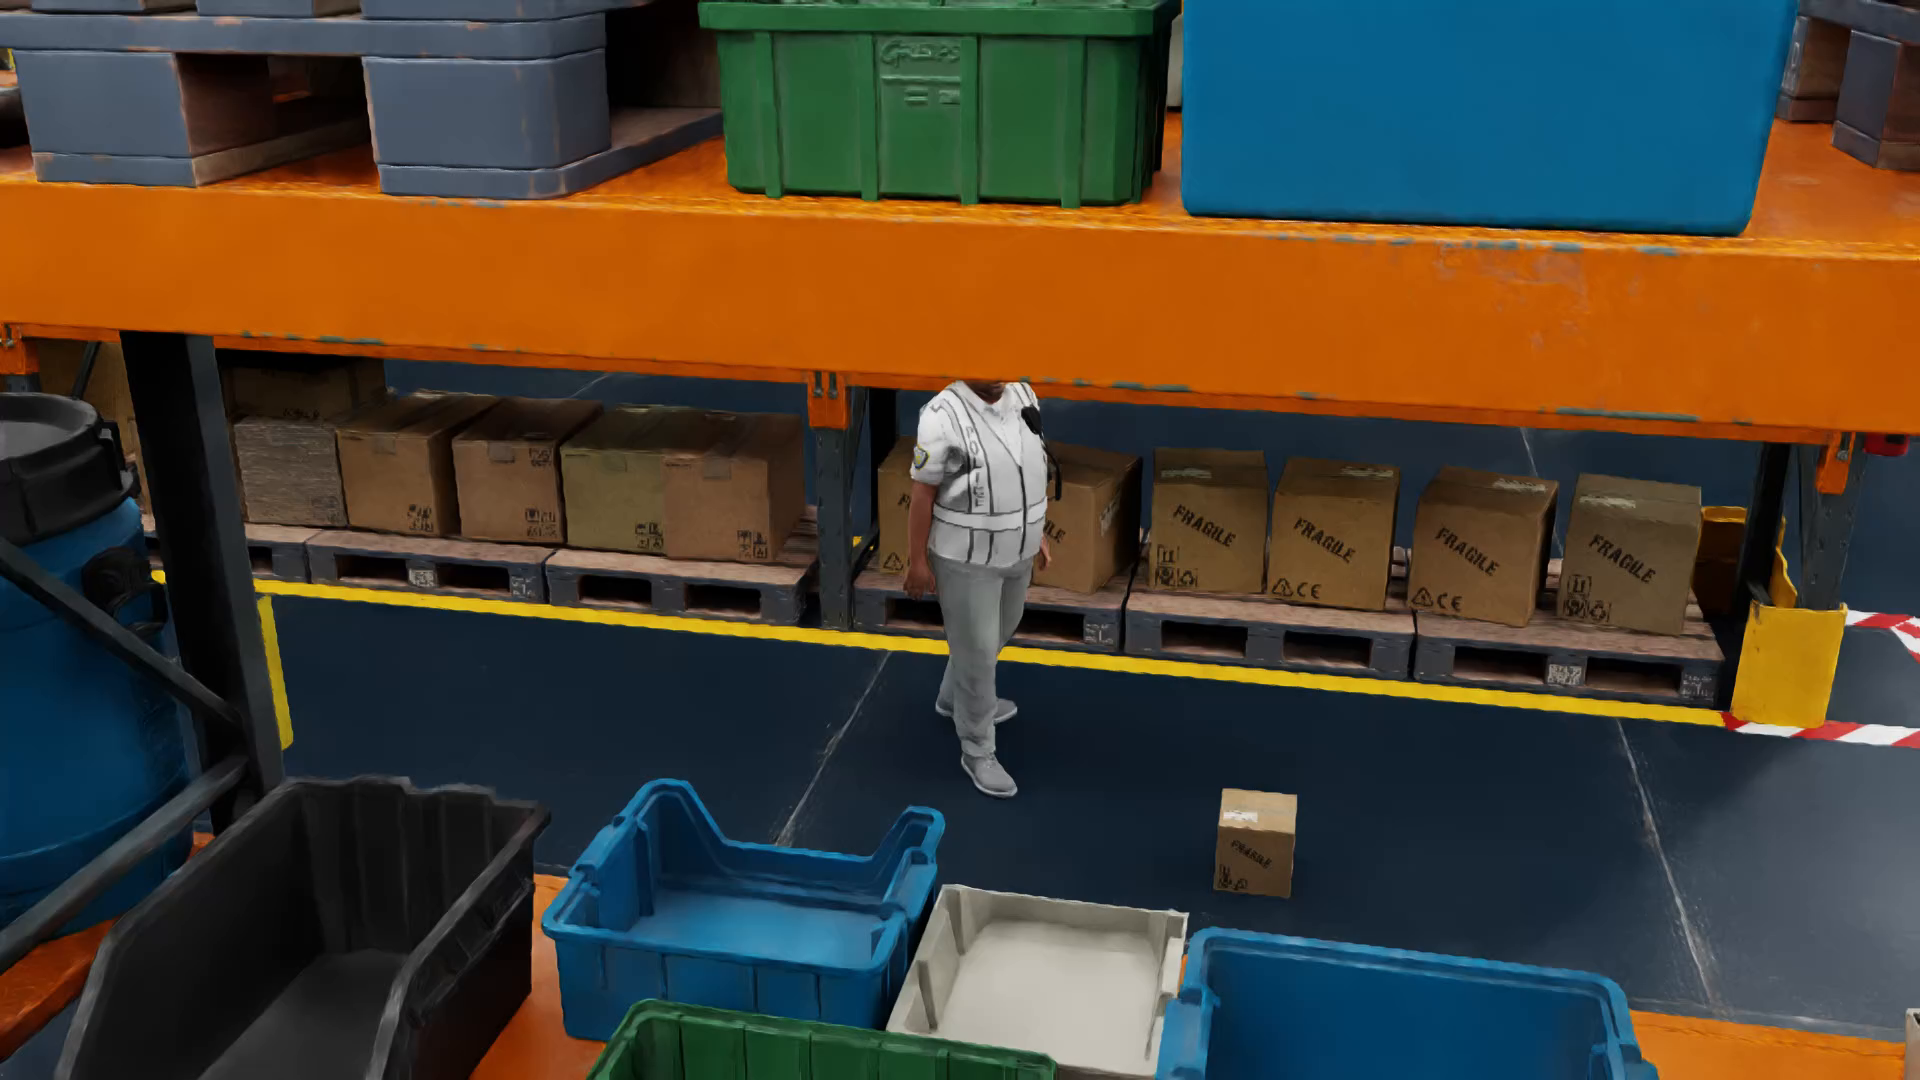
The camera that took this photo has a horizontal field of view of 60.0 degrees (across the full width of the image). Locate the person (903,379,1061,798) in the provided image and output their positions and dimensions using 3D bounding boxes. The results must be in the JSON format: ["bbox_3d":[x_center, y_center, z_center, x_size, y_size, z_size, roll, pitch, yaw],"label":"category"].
[{"bbox_3d":[0.078,0.012,6.048,0.628,1.739,0.609,20,29,41],"label":"person"}]
